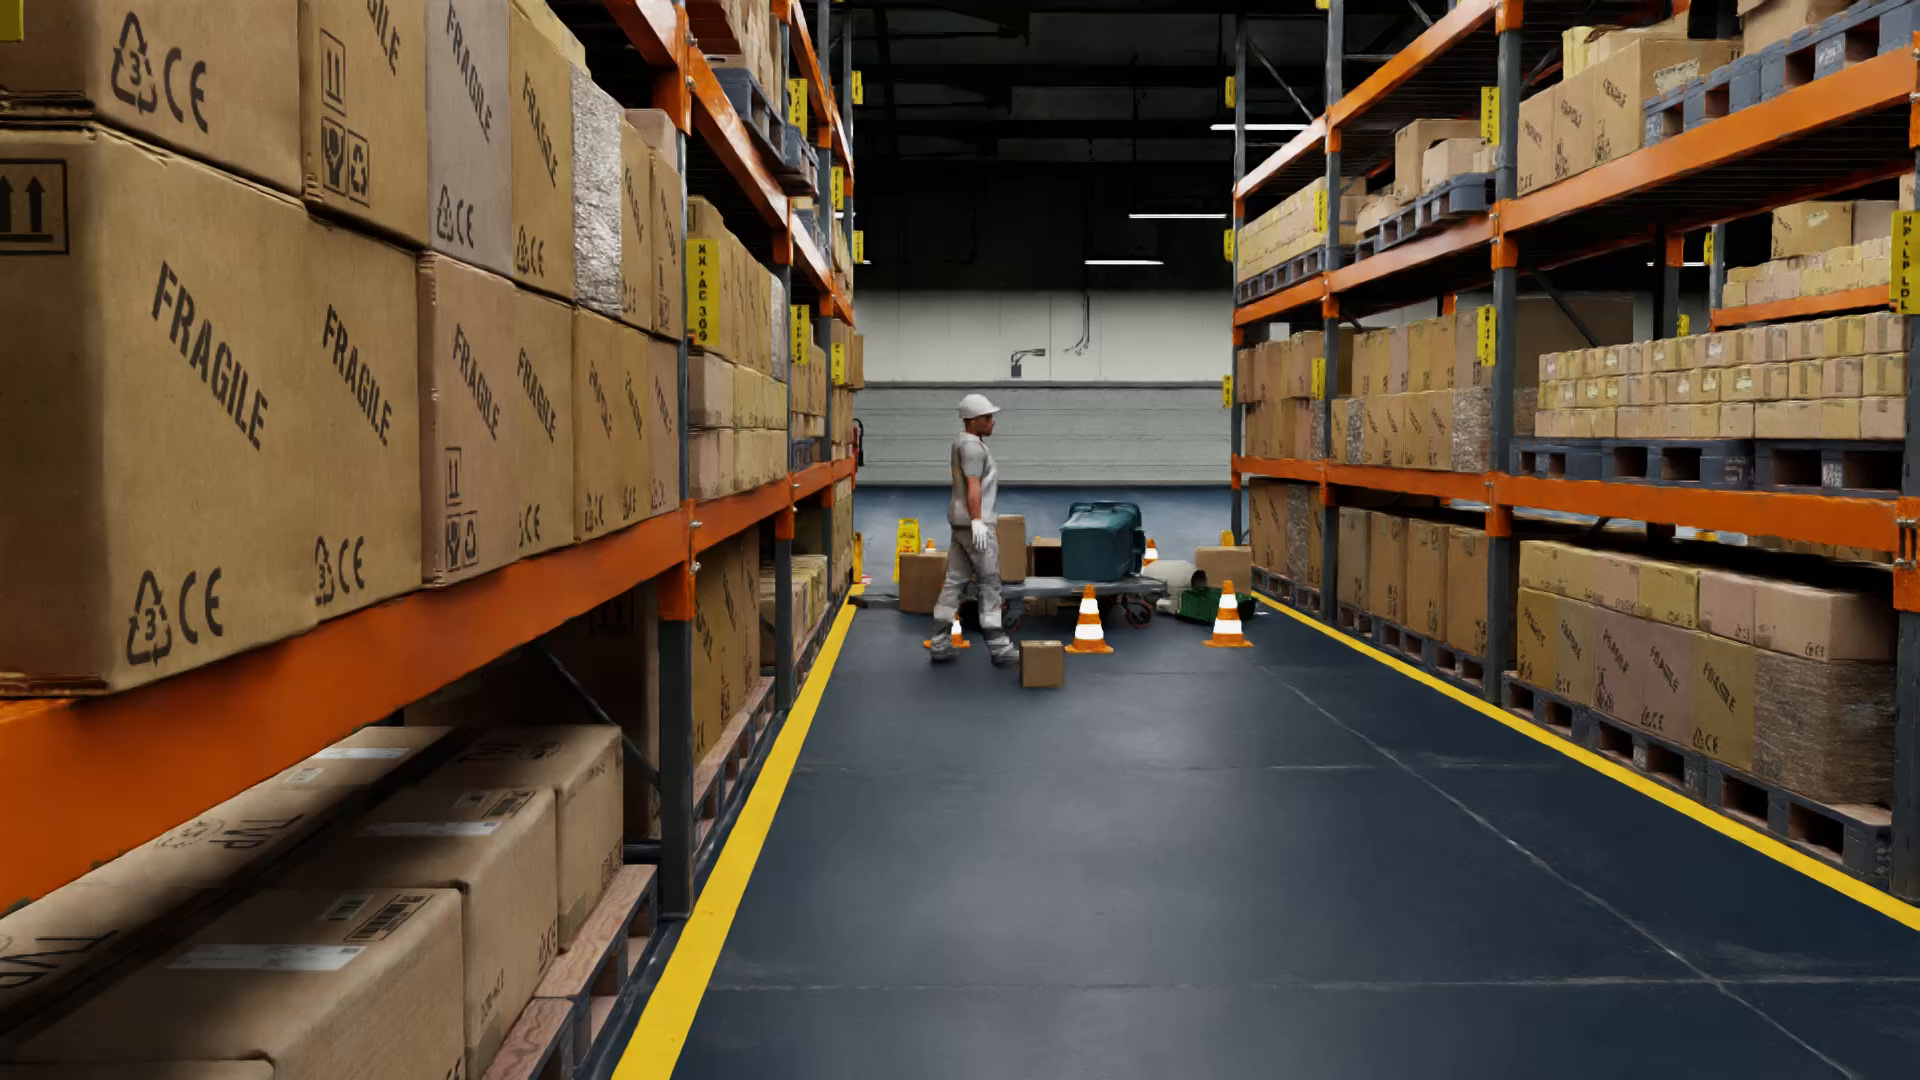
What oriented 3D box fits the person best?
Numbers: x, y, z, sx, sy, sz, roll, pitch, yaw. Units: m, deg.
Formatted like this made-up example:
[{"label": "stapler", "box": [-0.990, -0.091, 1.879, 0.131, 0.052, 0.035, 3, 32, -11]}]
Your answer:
[{"label": "person", "box": [0.156, -0.073, 10.982, 0.667, 1.786, 0.790, -1, 4, -11]}]
